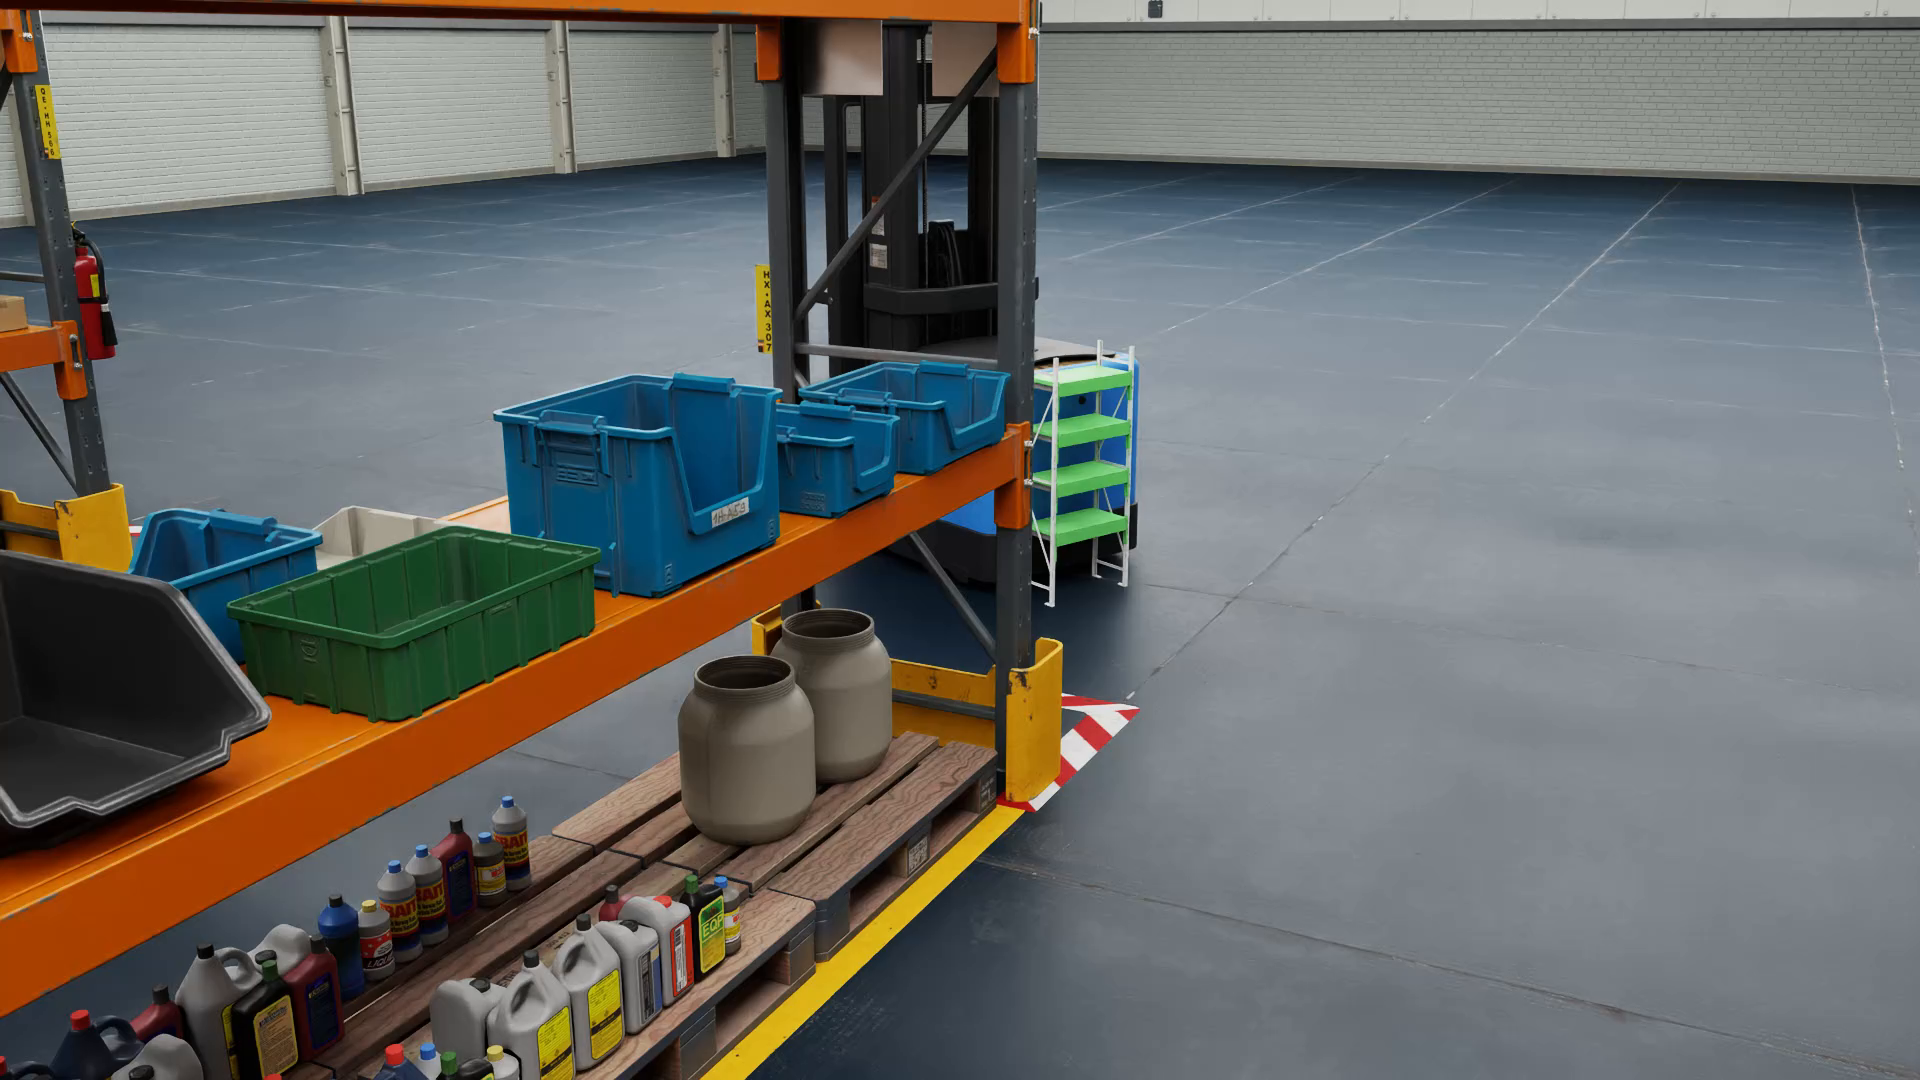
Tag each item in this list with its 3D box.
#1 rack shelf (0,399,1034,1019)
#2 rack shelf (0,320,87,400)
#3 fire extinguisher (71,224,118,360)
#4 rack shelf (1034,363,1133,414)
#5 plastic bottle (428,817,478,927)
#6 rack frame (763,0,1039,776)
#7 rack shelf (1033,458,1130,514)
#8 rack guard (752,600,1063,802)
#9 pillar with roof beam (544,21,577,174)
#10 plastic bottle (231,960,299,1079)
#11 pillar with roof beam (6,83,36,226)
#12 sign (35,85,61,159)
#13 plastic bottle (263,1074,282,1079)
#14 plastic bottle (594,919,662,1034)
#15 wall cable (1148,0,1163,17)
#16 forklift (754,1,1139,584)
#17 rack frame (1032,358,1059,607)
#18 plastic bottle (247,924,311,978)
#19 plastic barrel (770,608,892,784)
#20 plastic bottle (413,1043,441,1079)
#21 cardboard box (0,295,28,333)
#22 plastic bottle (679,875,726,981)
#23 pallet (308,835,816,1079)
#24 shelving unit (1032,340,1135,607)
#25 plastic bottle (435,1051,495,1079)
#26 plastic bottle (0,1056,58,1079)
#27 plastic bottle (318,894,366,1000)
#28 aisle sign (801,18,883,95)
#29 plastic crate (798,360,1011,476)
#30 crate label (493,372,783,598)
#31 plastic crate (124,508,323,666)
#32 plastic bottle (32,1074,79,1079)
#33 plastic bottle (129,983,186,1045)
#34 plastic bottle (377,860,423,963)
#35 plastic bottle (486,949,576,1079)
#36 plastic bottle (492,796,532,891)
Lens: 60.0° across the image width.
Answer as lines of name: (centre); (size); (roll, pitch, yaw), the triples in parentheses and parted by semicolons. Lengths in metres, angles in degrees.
rack shelf: (-1.109, 0.209, 4.314); (1.077, 0.370, 4.000); (8, 18, 25)
rack shelf: (-5.540, -0.421, 6.436); (1.077, 0.370, 4.000); (8, 18, 25)
fire extinguisher: (-4.183, -1.208, 7.960); (0.296, 0.674, 0.183); (8, 18, 25)
rack shelf: (0.560, -0.725, 7.895); (0.480, 0.148, 0.258); (-13, 21, -37)
plastic bottle: (-1.422, 0.924, 4.644); (0.061, 0.283, 0.133); (8, 19, 26)
rack frame: (-0.215, -0.645, 5.927); (1.000, 3.000, 0.127); (8, 18, 25)
rack shelf: (0.560, -0.264, 8.032); (0.480, 0.148, 0.258); (-13, 21, -37)
rack guard: (-0.207, 0.579, 6.198); (1.175, 0.500, 0.348); (8, 18, 25)
pillar with roof beam: (-4.496, -11.545, 32.089); (9.100, 9.000, 0.400); (8, 18, 25)
plastic bottle: (-1.639, 1.140, 3.916); (0.061, 0.283, 0.133); (8, 18, 25)
pillar with roof beam: (-9.858, -8.488, 21.798); (9.100, 9.000, 0.400); (8, 18, 25)
sign: (-4.159, -1.906, 7.584); (0.100, 0.325, 0.005); (8, 18, 25)
plastic bottle: (-1.400, 1.262, 3.388); (0.144, 0.351, 0.185); (8, 18, 25)
plastic bottle: (-0.843, 1.070, 4.166); (0.152, 0.276, 0.135); (8, 18, 24)
wall cable: (5.319, -14.622, 36.475); (2.305, 6.003, 0.169); (8, 18, 25)
forklift: (-0.398, -1.544, 9.076); (1.130, 2.935, 3.031); (-13, 21, -37)
rack frame: (0.371, -0.282, 7.866); (0.015, 1.200, 0.240); (-13, 21, -37)
plastic bottle: (-1.666, 1.096, 4.077); (0.152, 0.276, 0.135); (8, 19, 26)
plastic barrel: (-0.441, 0.524, 5.624); (0.421, 0.512, 0.421); (0, 17, 0)
plastic bottle: (-1.154, 1.228, 3.641); (0.097, 0.271, 0.097); (0, 17, 0)
cardboard box: (-4.589, -1.056, 7.752); (0.380, 0.149, 0.250); (8, 18, 25)
plastic bottle: (-0.680, 1.002, 4.380); (0.061, 0.283, 0.133); (9, 19, 27)
pallet: (-1.121, 1.233, 4.502); (1.003, 0.211, 1.213); (8, 18, 25)
shelving unit: (0.560, -0.326, 8.014); (0.503, 1.200, 0.258); (-13, 21, -37)
plastic bottle: (-1.075, 1.228, 3.621); (0.061, 0.283, 0.133); (9, 19, 28)
plastic bottle: (-1.973, 1.232, 3.487); (0.144, 0.351, 0.185); (8, 18, 24)
plastic bottle: (-1.593, 1.039, 4.278); (0.097, 0.271, 0.097); (0, 17, 0)
aisle sign: (-0.445, -1.947, 5.744); (0.394, 0.787, 0.004); (8, 18, 25)
plastic crate: (-0.171, -0.408, 5.391); (0.499, 0.251, 0.616); (8, 18, 25)
crate label: (-0.796, -0.159, 4.228); (0.502, 0.435, 0.616); (8, 18, 25)
plastic crate: (-1.751, 0.129, 3.583); (0.499, 0.251, 0.616); (8, 18, 25)
plastic bottle: (-1.844, 1.251, 3.425); (0.144, 0.351, 0.185); (8, 18, 25)
plastic bottle: (-1.851, 1.169, 3.819); (0.061, 0.283, 0.133); (9, 19, 29)
plastic bottle: (-1.502, 0.987, 4.452); (0.097, 0.271, 0.097); (0, 17, 0)
plastic bottle: (-0.996, 1.124, 3.852); (0.144, 0.351, 0.185); (8, 18, 25)
plastic bottle: (-1.304, 0.874, 4.832); (0.097, 0.271, 0.097); (0, 17, 0)
